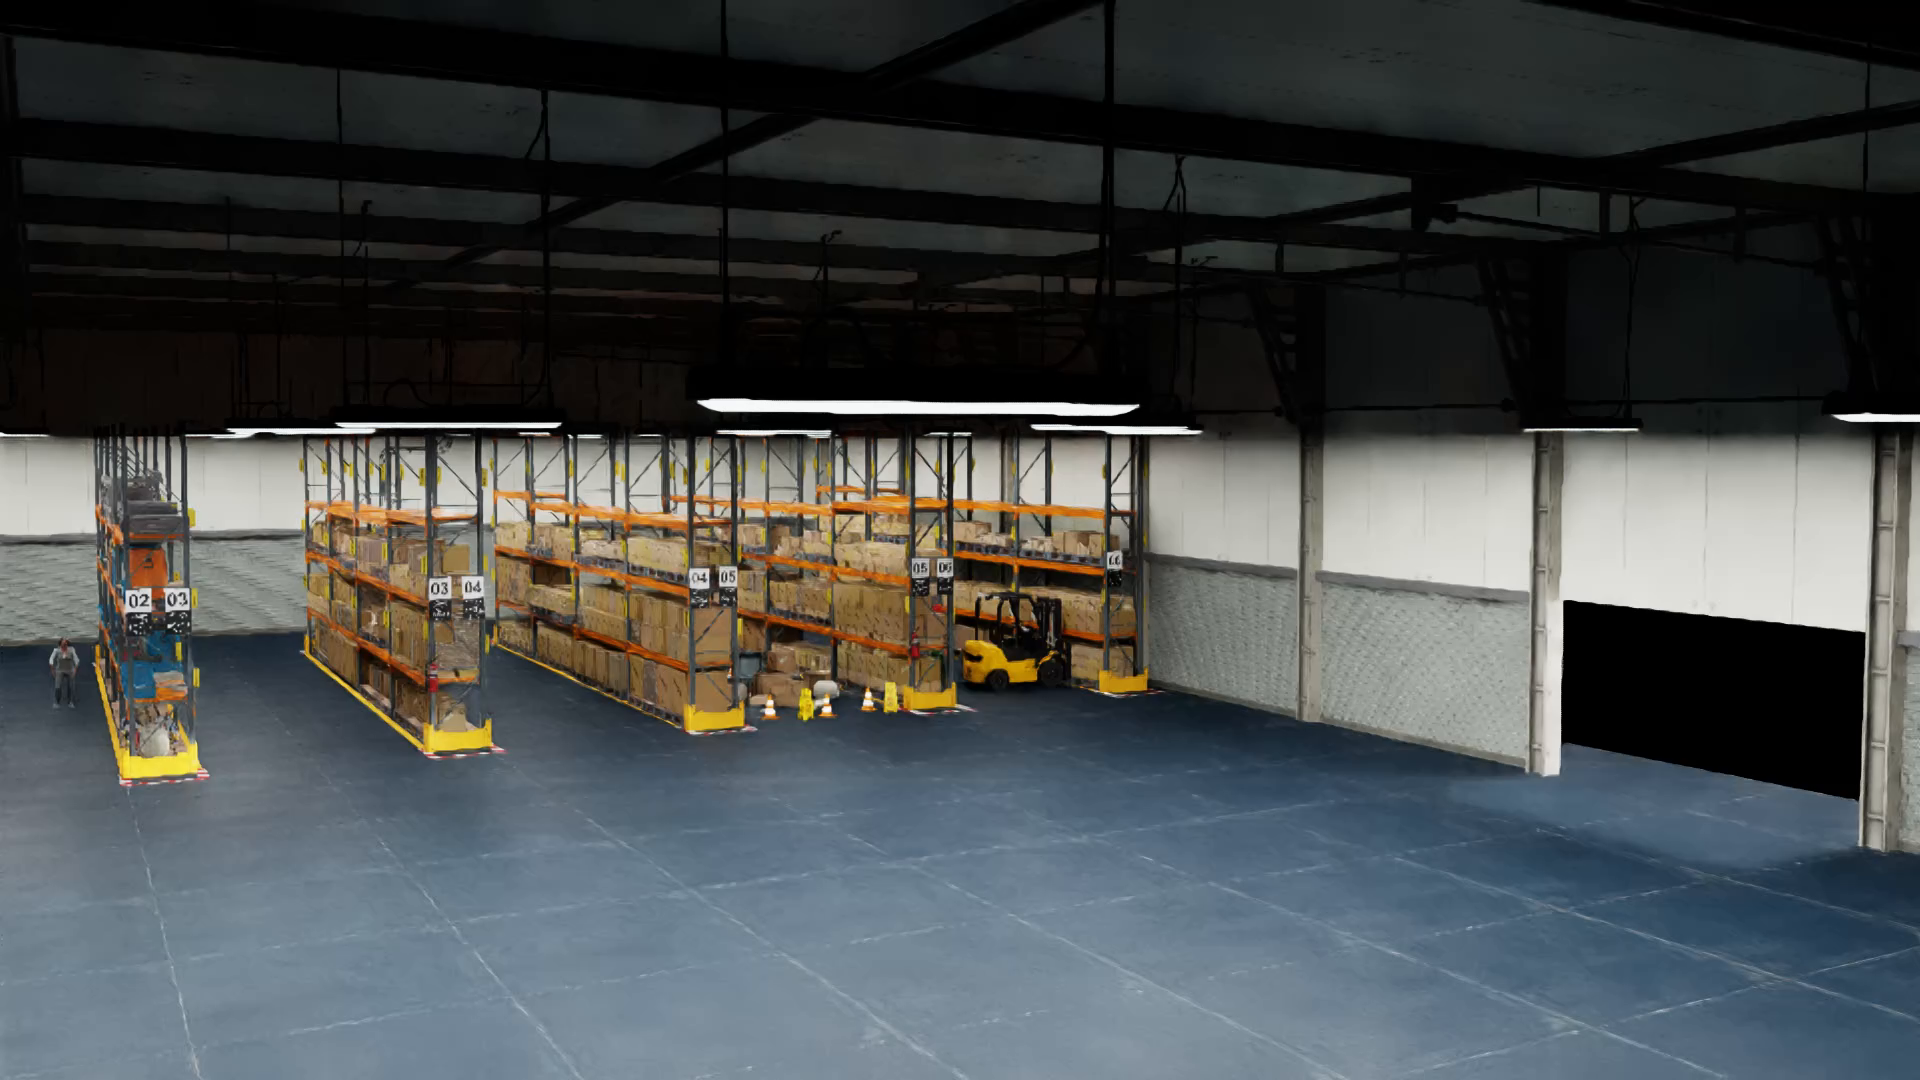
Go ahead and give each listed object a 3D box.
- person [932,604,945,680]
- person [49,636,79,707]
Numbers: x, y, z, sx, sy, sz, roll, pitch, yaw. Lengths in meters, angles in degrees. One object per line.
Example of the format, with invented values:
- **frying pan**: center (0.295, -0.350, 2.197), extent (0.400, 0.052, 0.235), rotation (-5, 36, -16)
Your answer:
- **person**: center (-0.598, 2.422, 39.505), extent (0.490, 1.787, 0.608), rotation (0, 3, 1)
- **person**: center (-19.123, 2.809, 35.502), extent (0.566, 1.541, 0.519), rotation (-2, 4, -30)
